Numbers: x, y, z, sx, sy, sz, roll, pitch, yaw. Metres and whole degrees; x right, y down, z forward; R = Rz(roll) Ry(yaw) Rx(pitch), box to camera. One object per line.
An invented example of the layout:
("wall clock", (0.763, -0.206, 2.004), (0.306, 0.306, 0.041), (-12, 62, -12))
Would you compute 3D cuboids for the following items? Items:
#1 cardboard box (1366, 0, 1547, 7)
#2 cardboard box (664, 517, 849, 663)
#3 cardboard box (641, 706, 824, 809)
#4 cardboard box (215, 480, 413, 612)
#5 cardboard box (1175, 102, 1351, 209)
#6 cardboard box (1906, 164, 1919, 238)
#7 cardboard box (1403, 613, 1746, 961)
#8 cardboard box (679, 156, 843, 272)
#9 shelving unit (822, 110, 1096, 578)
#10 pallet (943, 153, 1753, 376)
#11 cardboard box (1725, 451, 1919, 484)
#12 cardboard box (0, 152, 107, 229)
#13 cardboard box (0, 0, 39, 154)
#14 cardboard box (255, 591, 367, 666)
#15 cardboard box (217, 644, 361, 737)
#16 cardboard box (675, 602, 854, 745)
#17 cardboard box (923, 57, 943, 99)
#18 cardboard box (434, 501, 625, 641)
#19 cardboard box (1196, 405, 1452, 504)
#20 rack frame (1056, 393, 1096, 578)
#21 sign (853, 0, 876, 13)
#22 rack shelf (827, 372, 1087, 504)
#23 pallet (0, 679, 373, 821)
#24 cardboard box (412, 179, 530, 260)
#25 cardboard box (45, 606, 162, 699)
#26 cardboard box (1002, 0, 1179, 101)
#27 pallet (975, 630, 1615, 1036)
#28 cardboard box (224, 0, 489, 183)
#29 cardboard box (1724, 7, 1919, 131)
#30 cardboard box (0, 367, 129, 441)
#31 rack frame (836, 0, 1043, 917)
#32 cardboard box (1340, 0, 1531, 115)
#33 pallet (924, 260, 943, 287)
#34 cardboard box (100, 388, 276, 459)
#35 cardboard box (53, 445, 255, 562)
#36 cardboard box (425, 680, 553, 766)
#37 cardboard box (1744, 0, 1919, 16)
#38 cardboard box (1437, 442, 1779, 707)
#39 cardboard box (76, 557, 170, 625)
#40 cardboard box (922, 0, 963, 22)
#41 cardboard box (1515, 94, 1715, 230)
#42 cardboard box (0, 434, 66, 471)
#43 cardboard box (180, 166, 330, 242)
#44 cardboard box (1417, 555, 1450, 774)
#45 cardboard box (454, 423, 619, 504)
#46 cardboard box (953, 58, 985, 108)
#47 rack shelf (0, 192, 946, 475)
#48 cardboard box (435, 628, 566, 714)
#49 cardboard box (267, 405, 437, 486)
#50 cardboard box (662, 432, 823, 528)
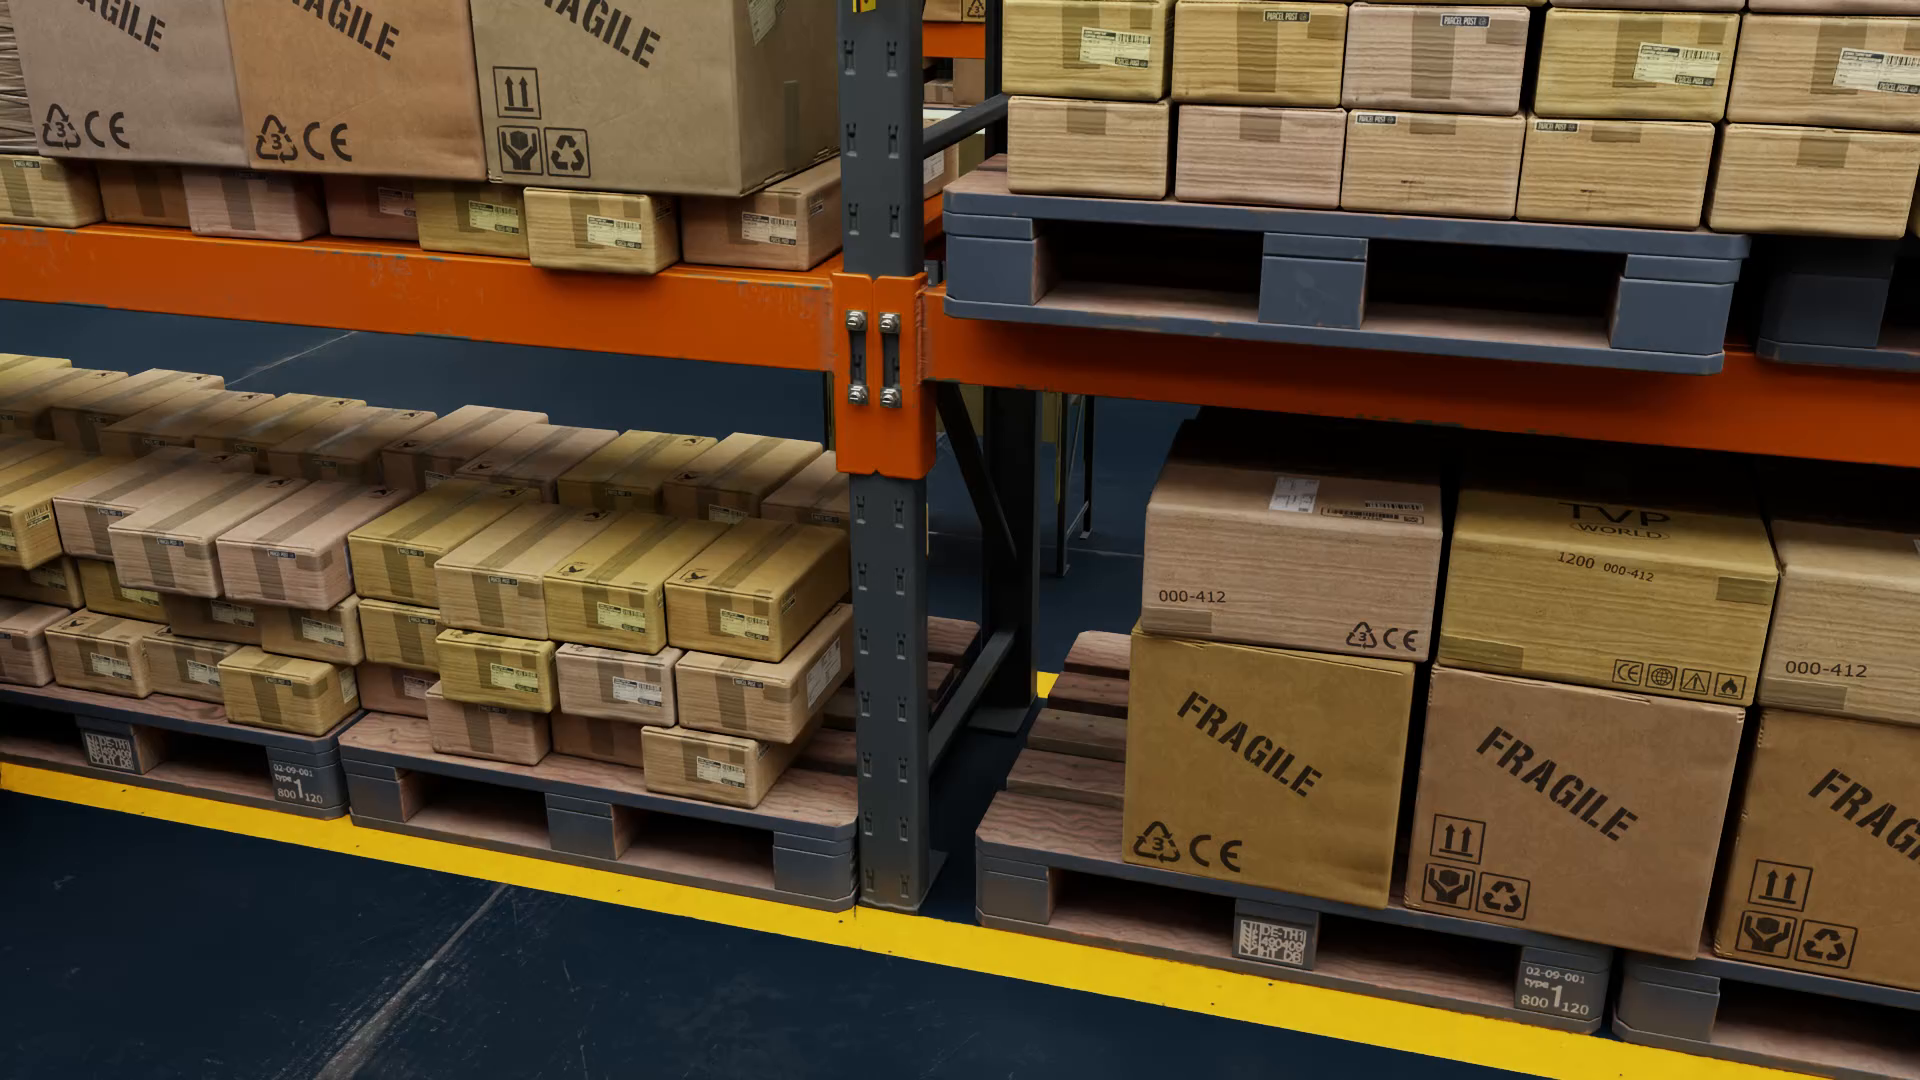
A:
("cardboard box", (0.753, -0.893, 2.488), (0.250, 0.149, 0.380), (7, 23, 16))
("cardboard box", (-0.420, 0.098, 3.498), (0.250, 0.149, 0.380), (7, 23, 17))
("cardboard box", (-0.478, 0.398, 3.550), (0.250, 0.149, 0.380), (7, 23, 16))
("cardboard box", (-1.428, 0.007, 3.721), (0.250, 0.149, 0.380), (5, 23, 13))
("cardboard box", (0.507, -0.647, 2.672), (0.250, 0.149, 0.380), (7, 23, 16))
("cardboard box", (1.492, -0.534, 2.397), (0.250, 0.149, 0.380), (6, 23, 15))
("cardboard box", (1.134, 0.390, 3.108), (0.500, 0.500, 0.500), (8, 24, 18))
("cardboard box", (-0.345, -0.637, 3.202), (0.250, 0.149, 0.380), (6, 23, 15))
("shelving unit", (0.006, -0.693, 4.984), (0.755, 1.500, 0.431), (7, 23, 16))
("pallet", (0.685, -0.582, 2.989), (1.213, 0.211, 1.003), (7, 23, 16))
("cardboard box", (1.780, -0.088, 3.285), (0.500, 0.250, 0.500), (5, 23, 13))
("cardboard box", (-1.863, -0.783, 3.556), (0.250, 0.149, 0.380), (7, 23, 17))
("cardboard box", (-2.009, -1.119, 3.521), (0.500, 0.500, 0.500), (6, 23, 14))
("cardboard box", (-1.383, 0.129, 3.815), (0.250, 0.149, 0.380), (7, 23, 17))
("cardboard box", (-1.469, 0.285, 3.826), (0.250, 0.149, 0.380), (6, 23, 15))
("cardboard box", (-0.398, 0.261, 3.493), (0.250, 0.149, 0.380), (7, 23, 17))
("cardboard box", (-0.512, -3.797, 13.310), (0.637, 0.503, 0.797), (6, 23, 13))
("cardboard box", (-0.916, 0.059, 3.592), (0.250, 0.149, 0.380), (6, 23, 15))
("cardboard box", (0.782, -0.202, 3.563), (0.500, 0.250, 0.500), (6, 23, 14))
("rack frame", (0.357, -0.653, 4.886), (0.023, 1.500, 0.400), (7, 23, 16))
("sign", (-0.154, -1.010, 2.639), (0.005, 0.325, 0.100), (7, 23, 16))
("rack shelf", (0.006, -0.392, 5.107), (0.720, 0.370, 0.431), (7, 23, 16))
("pallet", (-1.829, 0.289, 4.287), (1.213, 0.211, 1.003), (7, 23, 16))
("cardboard box", (-0.862, -0.677, 3.299), (0.250, 0.149, 0.380), (7, 23, 18))
("cardboard box", (-1.940, 0.217, 3.991), (0.250, 0.149, 0.380), (7, 23, 16))
("cardboard box", (0.240, -0.813, 2.684), (0.250, 0.149, 0.380), (7, 23, 16))
("pallet", (0.742, 0.568, 3.608), (1.213, 0.211, 1.003), (7, 23, 16))
("cardboard box", (-1.046, -0.999, 3.229), (0.500, 0.500, 0.500), (6, 23, 14))
("cardboard box", (1.244, -0.700, 2.409), (0.250, 0.149, 0.380), (8, 23, 18))
("cardboard box", (-2.515, -0.348, 4.586), (0.250, 0.149, 0.380), (6, 23, 13))
("rack frame", (-0.004, -0.807, 3.286), (0.127, 3.000, 1.000), (7, 23, 16))
("cardboard box", (0.736, -0.757, 2.548), (0.250, 0.149, 0.380), (7, 23, 17))
("pallet", (-0.548, -1.572, 8.823), (1.213, 0.211, 1.003), (7, 23, 16))
("cardboard box", (-2.022, -0.270, 4.395), (0.250, 0.149, 0.380), (6, 23, 14))
("cardboard box", (-1.896, -0.086, 3.945), (0.250, 0.149, 0.380), (7, 23, 16))
("cardboard box", (-0.974, 0.334, 3.707), (0.250, 0.149, 0.380), (6, 23, 14))
("cardboard box", (1.237, -0.837, 2.351), (0.250, 0.149, 0.380), (6, 23, 15))
("cardboard box", (1.137, 0.042, 2.966), (0.500, 0.250, 0.500), (7, 23, 17))
("cardboard box", (-1.877, 0.047, 4.014), (0.250, 0.149, 0.380), (8, 24, 18))
("cardboard box", (-0.169, -2.725, 7.830), (0.500, 0.500, 0.500), (6, 23, 15))
("cardboard box", (0.985, -0.590, 2.534), (0.250, 0.149, 0.380), (7, 23, 16))
("cardboard box", (-2.403, -0.124, 4.039), (0.250, 0.149, 0.380), (7, 23, 18))
("cardboard box", (-1.370, -0.733, 3.436), (0.250, 0.149, 0.380), (6, 23, 13))
("cardboard box", (1.268, 0.201, 3.568), (0.500, 0.500, 0.500), (6, 23, 14))
("cardboard box", (-1.033, -0.153, 4.109), (0.250, 0.149, 0.380), (6, 23, 14))
("cardboard box", (0.295, -3.688, 13.048), (0.500, 0.500, 0.700), (8, 23, 18))
("rack shelf", (-1.919, -0.694, 3.957), (4.000, 0.370, 1.077), (7, 23, 16))
("cardboard box", (-0.922, 0.213, 3.610), (0.250, 0.149, 0.380), (6, 23, 14))
("cardboard box", (-1.538, -0.210, 4.249), (0.250, 0.149, 0.380), (6, 23, 13))
("cardboard box", (-0.521, -0.123, 4.036), (0.250, 0.149, 0.380), (8, 24, 18))
